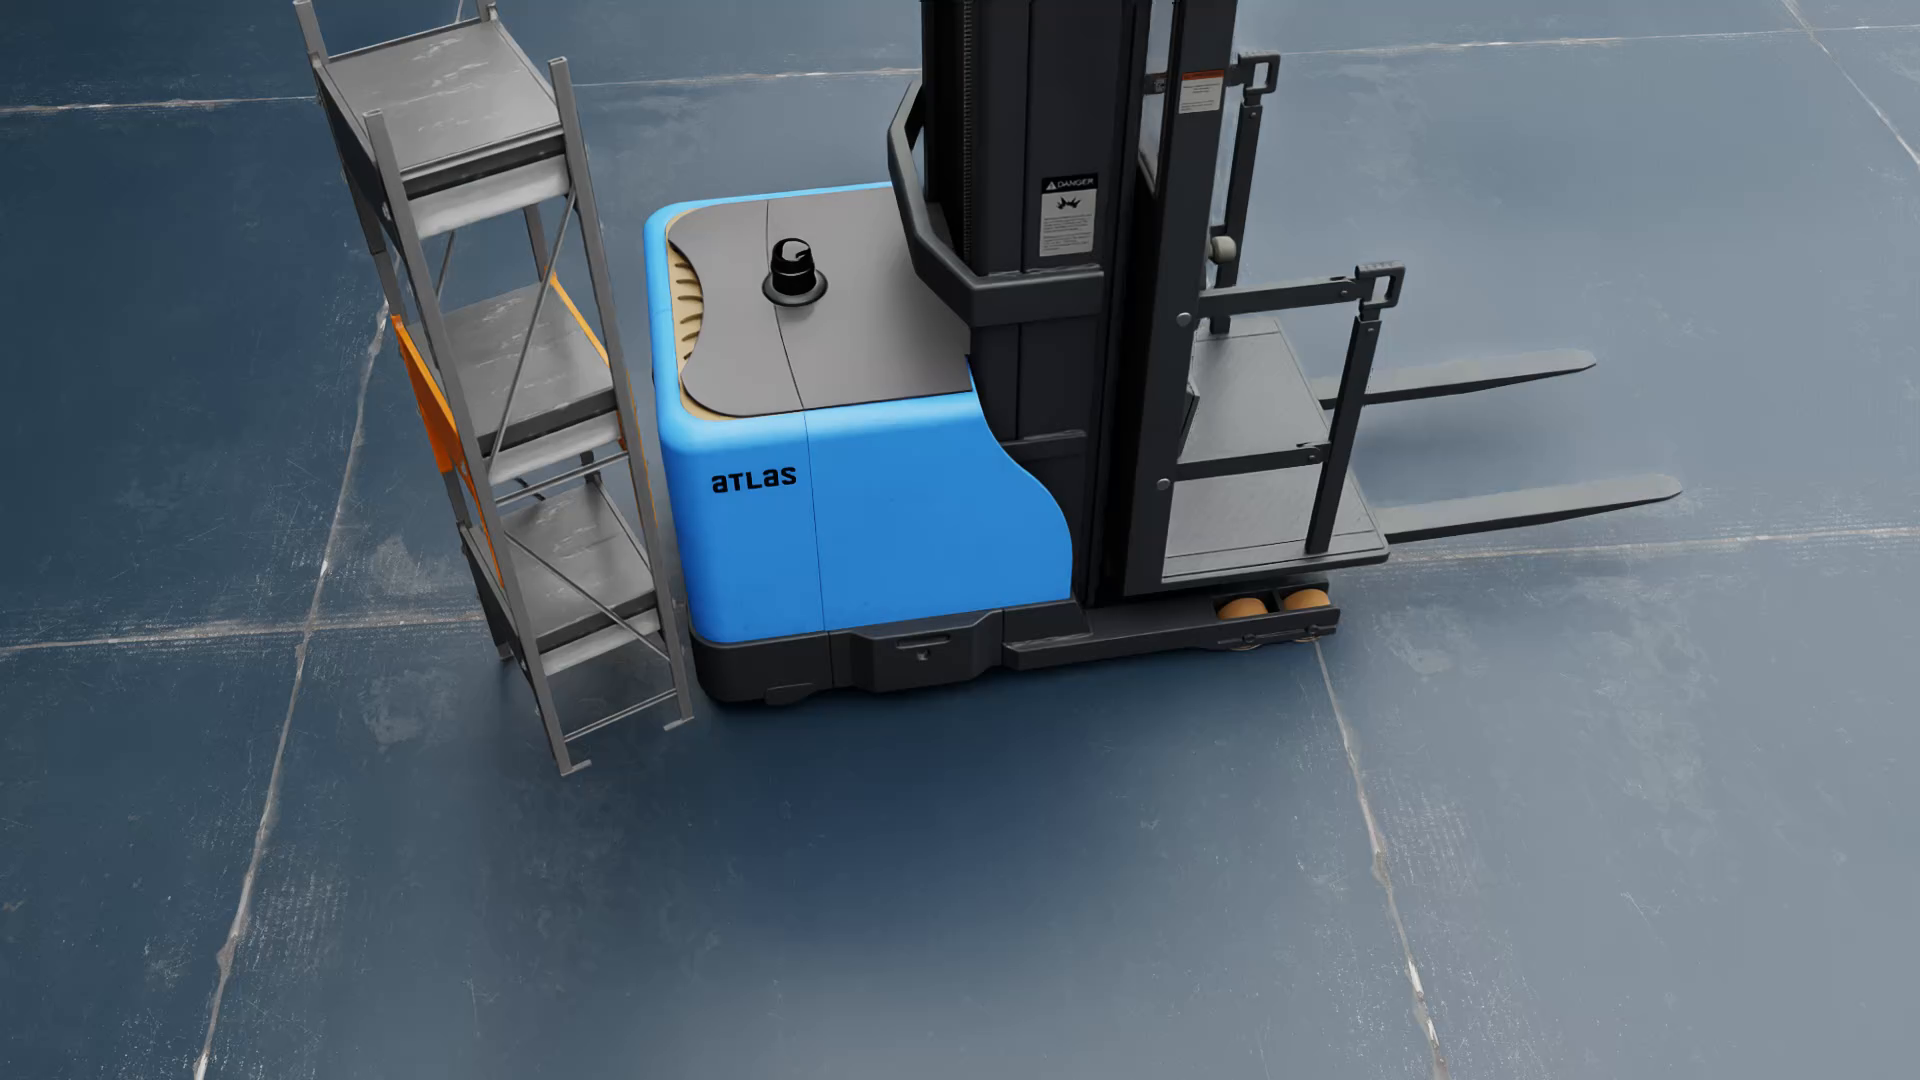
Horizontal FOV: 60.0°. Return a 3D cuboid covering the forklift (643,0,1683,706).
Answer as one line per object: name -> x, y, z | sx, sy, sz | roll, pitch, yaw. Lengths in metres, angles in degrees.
forklift -> 0.666, -1.052, 4.228 | 3.031, 2.935, 1.130 | -7, 47, -7

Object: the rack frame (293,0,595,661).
rack frame -> -1.187, -0.445, 4.225 | 0.400, 2.100, 0.015 | -23, 50, -20

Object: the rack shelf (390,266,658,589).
rack shelf -> -1.063, -0.284, 4.090 | 0.431, 0.518, 0.480 | -23, 50, -20

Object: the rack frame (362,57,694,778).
rack frame -> -0.939, -0.141, 3.934 | 0.400, 2.100, 0.015 | -23, 50, -20

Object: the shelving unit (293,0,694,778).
shelving unit -> -1.063, -0.293, 4.080 | 0.431, 2.100, 0.503 | -23, 50, -20

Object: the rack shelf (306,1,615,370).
rack shelf -> -1.065, -0.767, 3.583 | 0.431, 0.518, 0.480 | -23, 50, -20

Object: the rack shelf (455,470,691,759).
rack shelf -> -1.061, 0.200, 4.596 | 0.431, 0.518, 0.480 | -23, 50, -20
